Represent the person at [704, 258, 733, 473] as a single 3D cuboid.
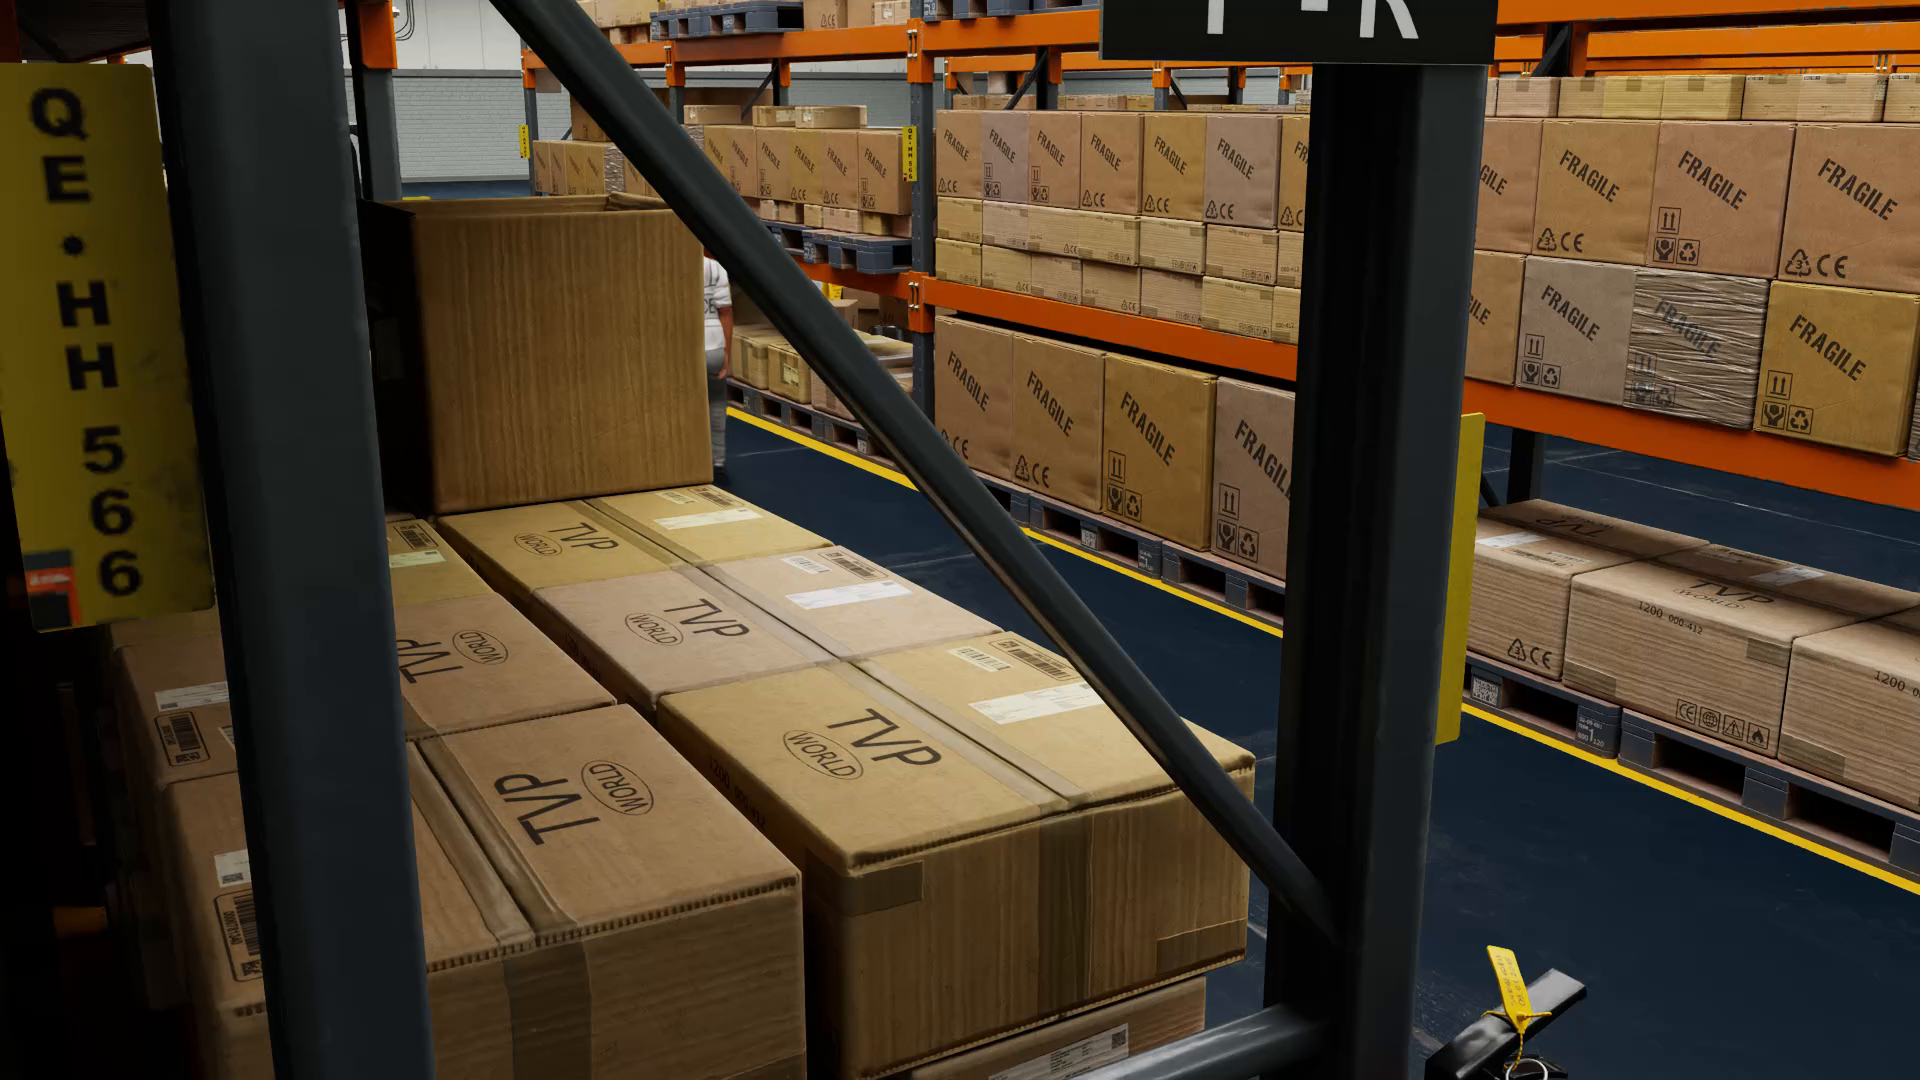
[{"bbox_3d":[-1.675,-1.154,10.374,0.486,1.704,0.709,-4,16,-16],"label":"person"}]
